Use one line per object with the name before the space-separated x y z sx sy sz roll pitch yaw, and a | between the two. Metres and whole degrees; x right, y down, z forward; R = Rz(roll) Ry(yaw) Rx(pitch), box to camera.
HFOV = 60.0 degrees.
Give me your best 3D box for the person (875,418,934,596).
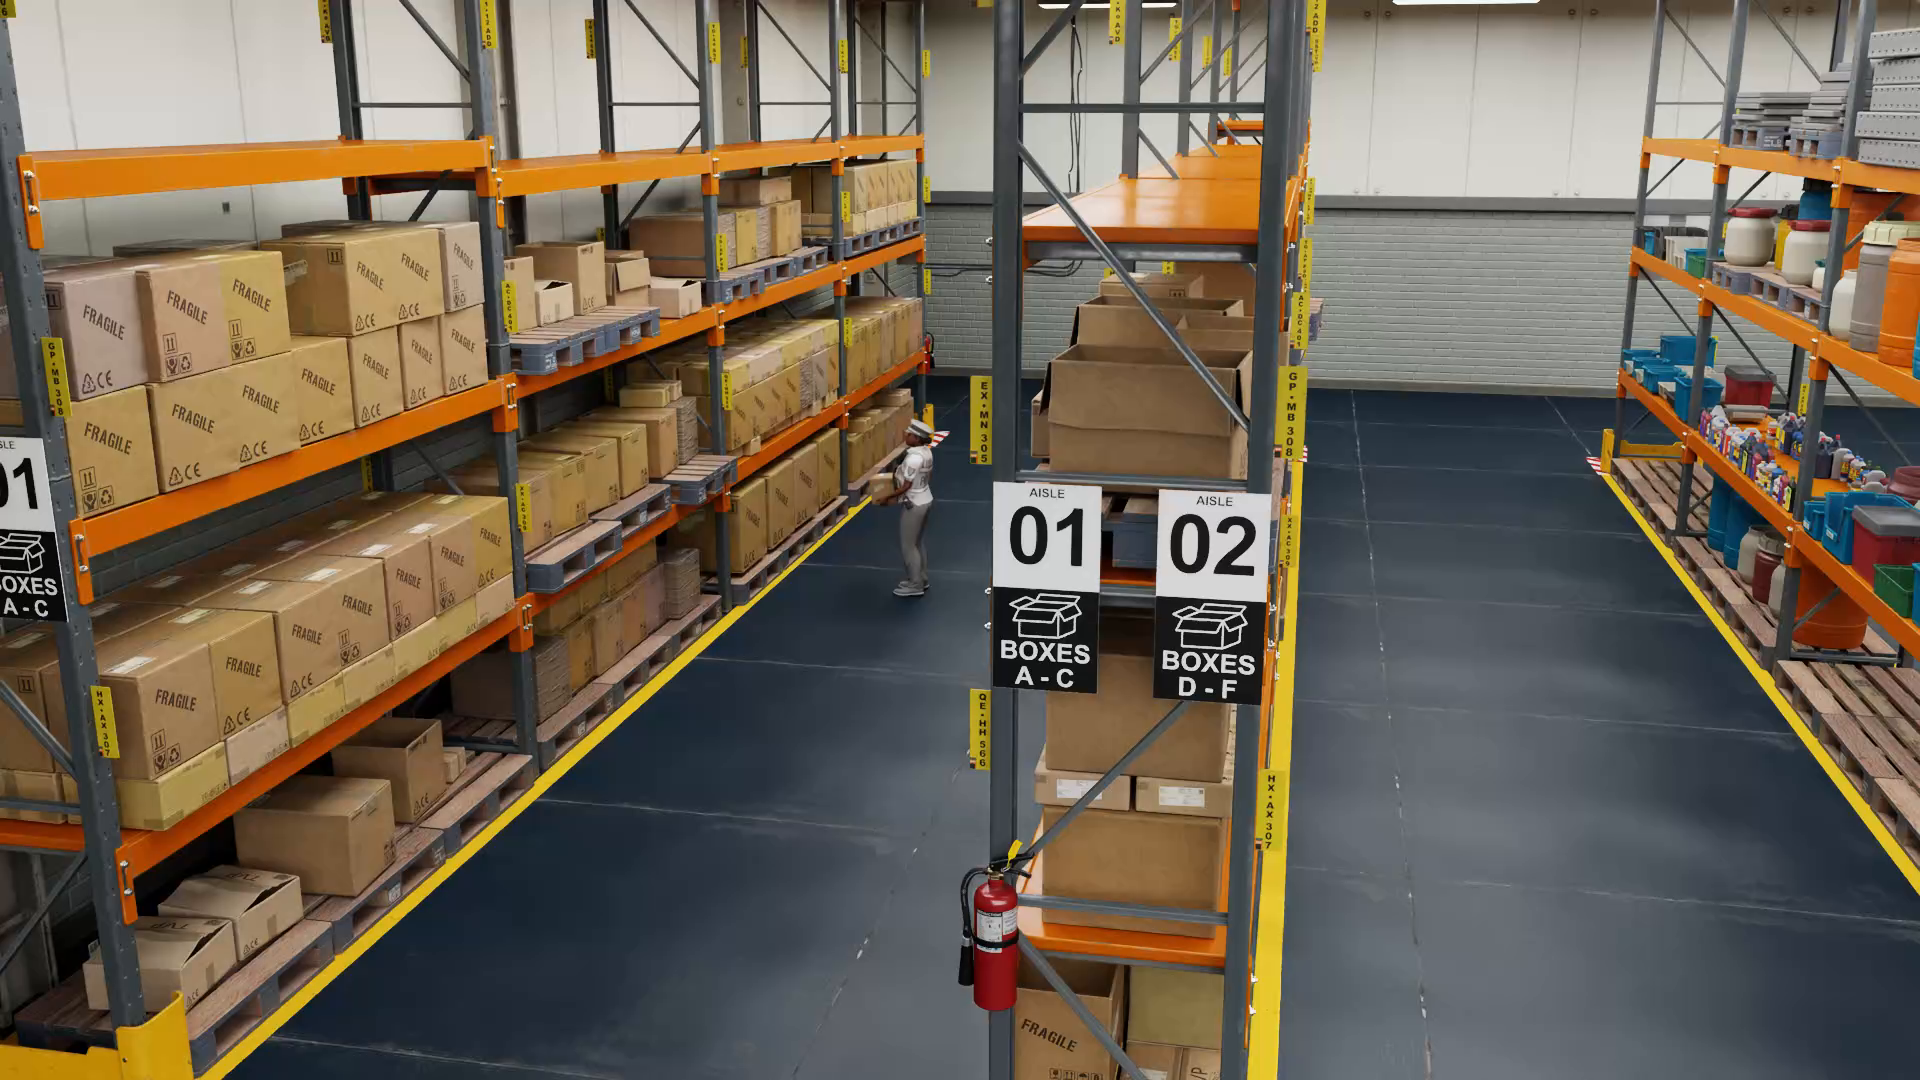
person | -0.505 -0.323 15.686 0.540 1.688 0.450 3 15 12
